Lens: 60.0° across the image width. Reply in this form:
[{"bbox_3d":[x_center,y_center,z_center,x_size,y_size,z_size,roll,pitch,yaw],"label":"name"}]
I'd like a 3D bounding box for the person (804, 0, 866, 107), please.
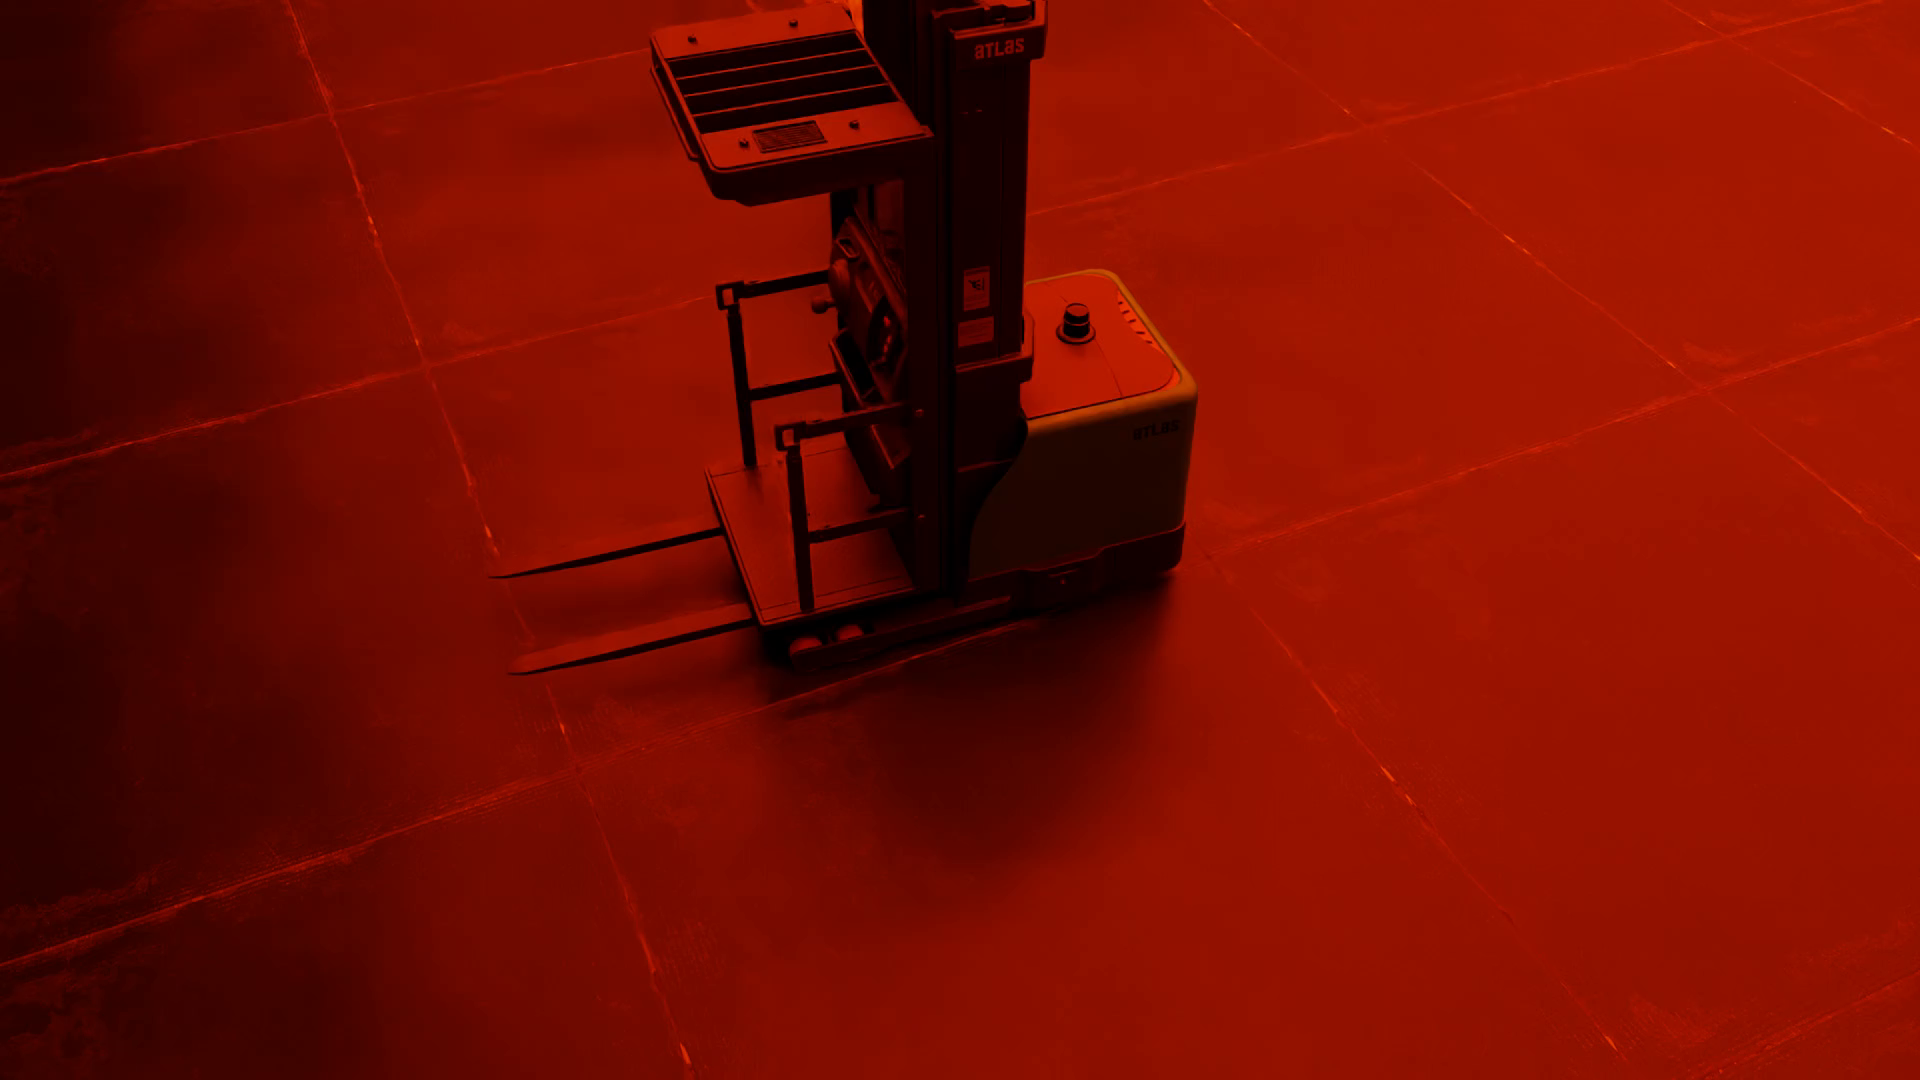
[{"bbox_3d":[-0.682,-2.970,9.693,0.656,1.782,0.577,-24,48,-24],"label":"person"}]

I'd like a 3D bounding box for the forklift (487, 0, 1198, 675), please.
[{"bbox_3d":[-0.557,-0.906,6.651,3.031,2.935,1.130,-13,45,-14],"label":"forklift"}]
